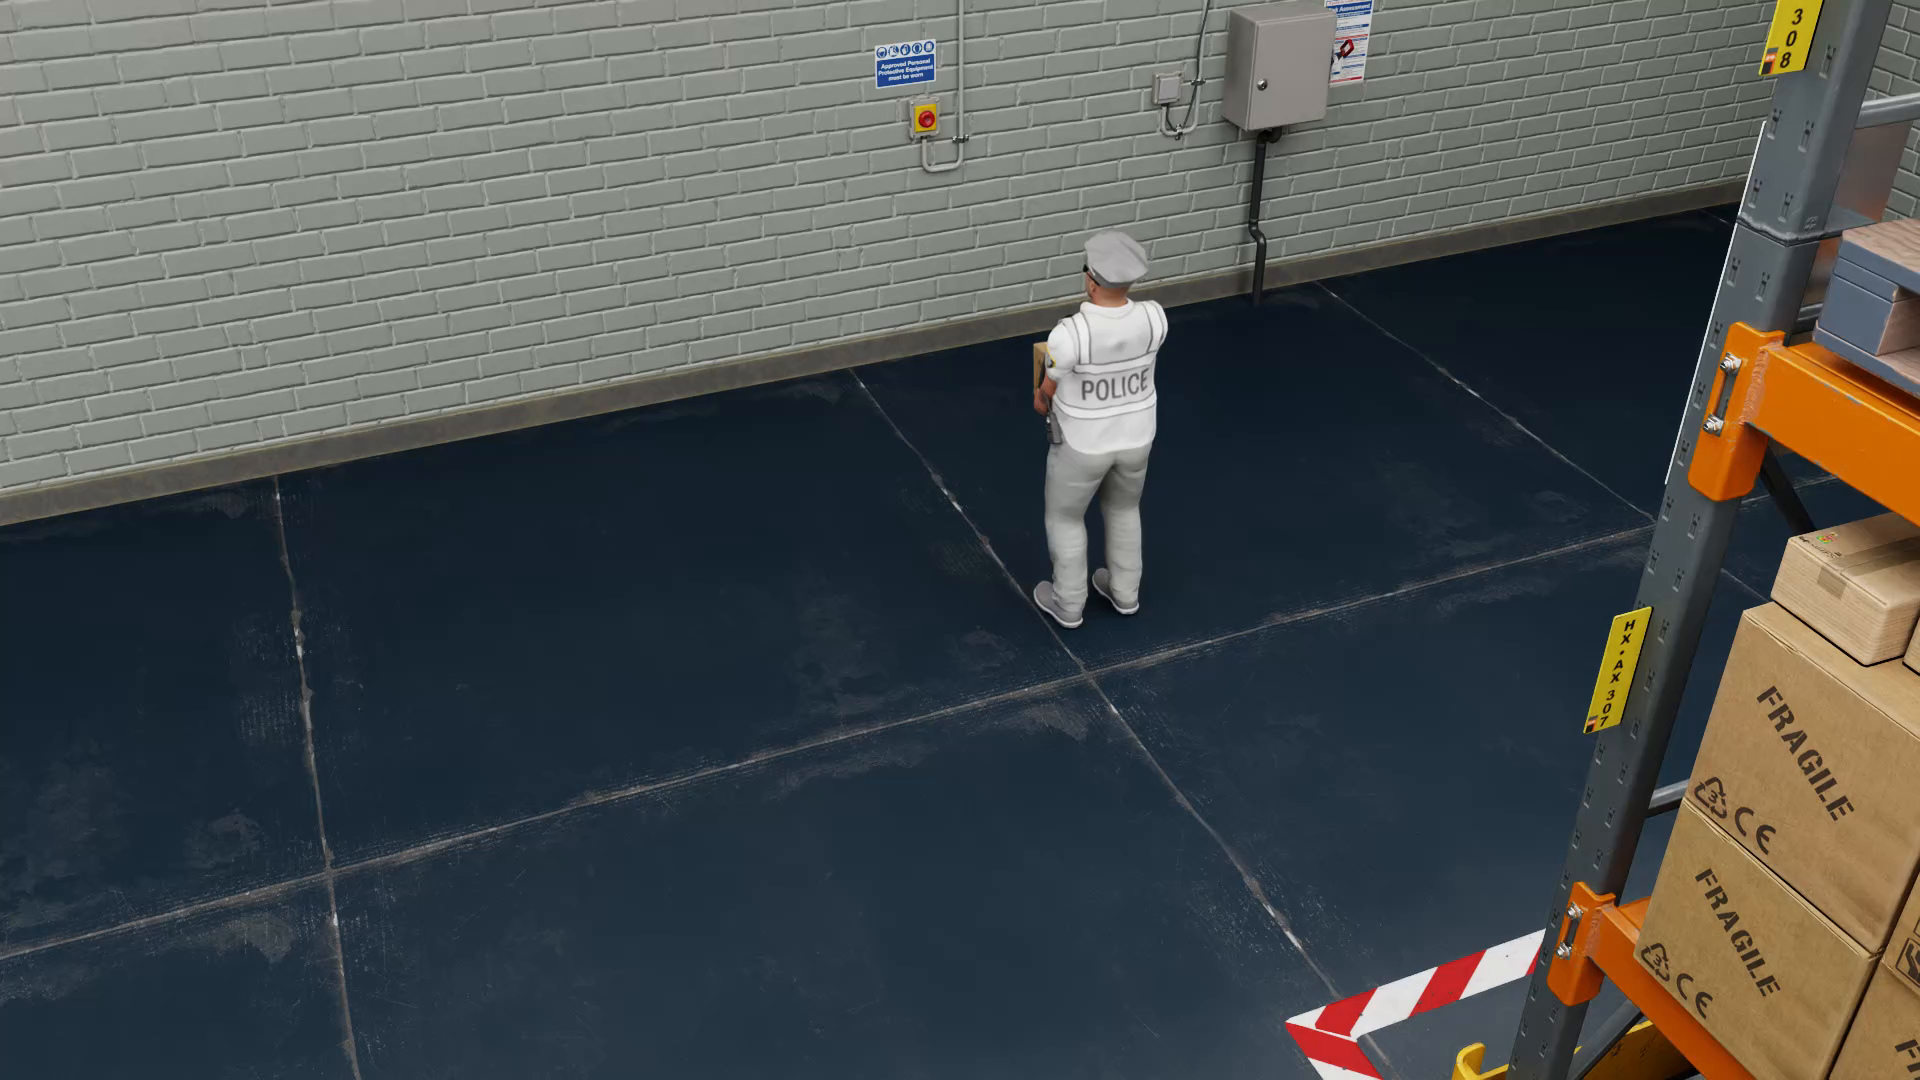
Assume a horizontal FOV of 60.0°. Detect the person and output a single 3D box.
[{"bbox_3d":[0.529,-0.473,6.834,0.495,1.770,0.562,-13,35,-19],"label":"person"}]
